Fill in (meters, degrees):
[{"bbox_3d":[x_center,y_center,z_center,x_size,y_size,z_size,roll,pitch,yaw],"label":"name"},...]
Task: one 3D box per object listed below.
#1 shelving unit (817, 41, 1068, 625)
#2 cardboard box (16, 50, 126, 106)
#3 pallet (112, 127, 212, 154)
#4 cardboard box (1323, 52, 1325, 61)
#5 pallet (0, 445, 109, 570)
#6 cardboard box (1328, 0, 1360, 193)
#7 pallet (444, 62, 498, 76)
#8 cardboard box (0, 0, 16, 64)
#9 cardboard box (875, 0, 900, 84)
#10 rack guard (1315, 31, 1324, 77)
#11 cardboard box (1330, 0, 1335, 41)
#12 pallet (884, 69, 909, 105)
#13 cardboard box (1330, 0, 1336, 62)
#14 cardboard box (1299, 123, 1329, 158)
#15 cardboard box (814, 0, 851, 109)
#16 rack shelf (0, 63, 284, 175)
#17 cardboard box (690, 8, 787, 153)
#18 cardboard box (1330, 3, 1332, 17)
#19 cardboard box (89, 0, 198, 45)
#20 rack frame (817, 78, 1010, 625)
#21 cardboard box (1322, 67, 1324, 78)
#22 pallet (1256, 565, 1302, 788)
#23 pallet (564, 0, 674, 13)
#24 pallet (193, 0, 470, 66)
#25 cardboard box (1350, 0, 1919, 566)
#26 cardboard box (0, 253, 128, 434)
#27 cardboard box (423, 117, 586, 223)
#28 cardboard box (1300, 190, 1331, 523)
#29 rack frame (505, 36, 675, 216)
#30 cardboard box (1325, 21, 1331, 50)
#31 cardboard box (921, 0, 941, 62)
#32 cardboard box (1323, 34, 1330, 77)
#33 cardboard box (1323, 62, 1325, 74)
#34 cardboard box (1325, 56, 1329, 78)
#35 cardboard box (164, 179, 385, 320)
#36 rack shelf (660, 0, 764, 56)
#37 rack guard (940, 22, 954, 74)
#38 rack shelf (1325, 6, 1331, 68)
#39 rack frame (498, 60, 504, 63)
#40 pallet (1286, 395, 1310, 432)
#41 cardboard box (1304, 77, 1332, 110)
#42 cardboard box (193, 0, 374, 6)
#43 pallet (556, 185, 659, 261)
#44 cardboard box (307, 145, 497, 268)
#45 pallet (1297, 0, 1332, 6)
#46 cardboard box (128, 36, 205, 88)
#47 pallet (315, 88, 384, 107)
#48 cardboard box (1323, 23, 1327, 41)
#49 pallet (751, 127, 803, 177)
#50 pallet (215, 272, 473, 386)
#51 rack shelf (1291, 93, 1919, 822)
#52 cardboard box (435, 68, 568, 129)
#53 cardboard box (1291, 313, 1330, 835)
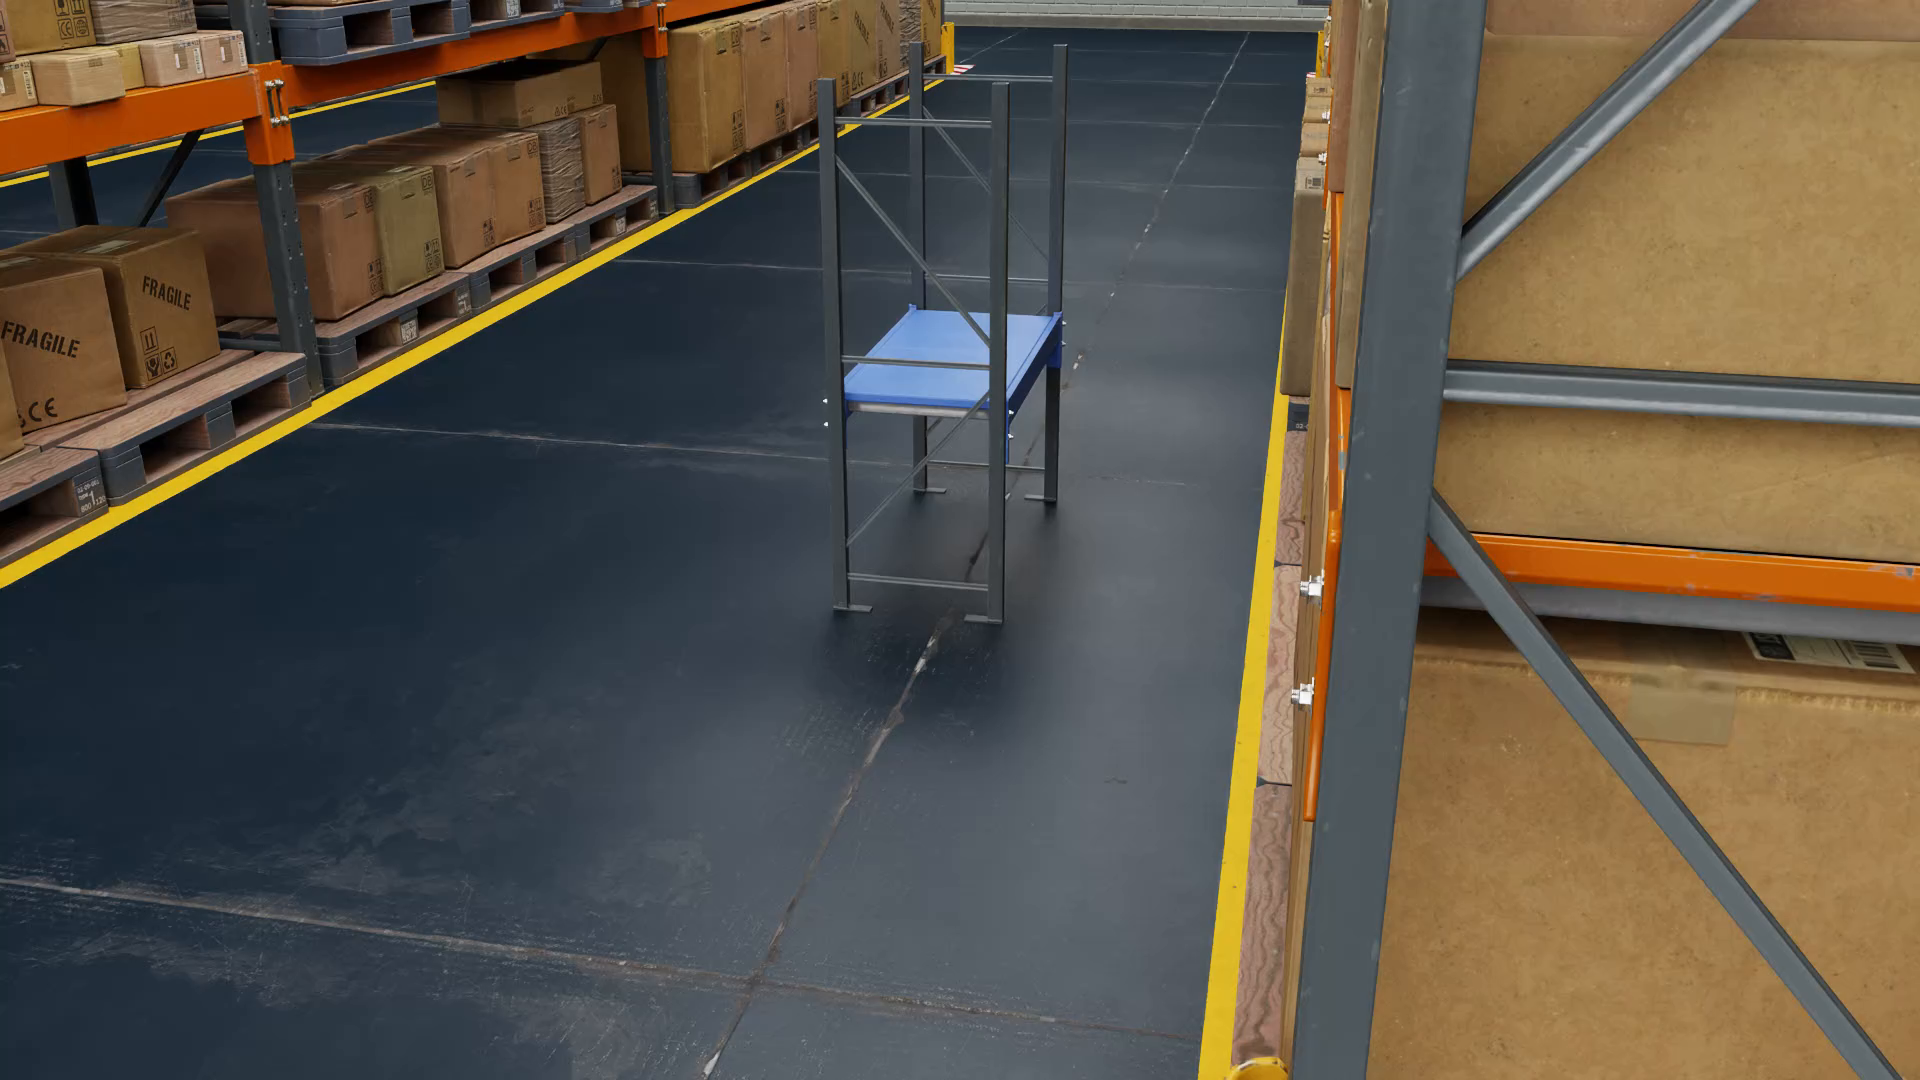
[{"bbox_3d":[-0.017,-0.664,4.996,0.538,1.500,1.048,4,22,11],"label":"shelving unit"},{"bbox_3d":[-2.981,-1.512,5.428,0.380,0.149,0.250,4,22,11],"label":"cardboard box"},{"bbox_3d":[-6.774,-3.290,13.240,1.003,0.211,1.213,4,22,11],"label":"pallet"},{"bbox_3d":[3.580,-4.541,15.469,0.380,0.149,0.250,5,23,13],"label":"cardboard box"},{"bbox_3d":[-3.462,-0.017,5.114,1.003,0.211,1.213,4,22,11],"label":"pallet"},{"bbox_3d":[1.343,-1.134,3.953,0.875,0.550,0.550,4,22,11],"label":"cardboard box"},{"bbox_3d":[-5.719,-5.181,17.935,1.003,0.211,1.213,4,22,11],"label":"pallet"},{"bbox_3d":[-3.405,-1.660,4.929,0.875,0.500,0.500,4,22,11],"label":"cardboard box"},{"bbox_3d":[-1.084,-4.706,15.306,0.875,0.875,0.875,4,22,11],"label":"cardboard box"},{"bbox_3d":[4.155,-4.793,16.585,1.175,0.500,0.348,4,22,11],"label":"rack guard"},{"bbox_3d":[1.875,-2.405,7.175,0.500,0.500,0.500,4,22,10],"label":"cardboard box"},{"bbox_3d":[-1.002,-4.359,15.893,1.003,0.211,1.213,4,22,11],"label":"pallet"},{"bbox_3d":[1.670,-2.034,6.255,0.500,0.500,0.500,4,22,10],"label":"cardboard box"},{"bbox_3d":[1.962,-1.329,7.088,1.050,0.750,0.750,4,22,11],"label":"cardboard box"},{"bbox_3d":[-1.591,-3.906,13.319,1.225,0.875,0.875,5,22,11],"label":"cardboard box"},{"bbox_3d":[-3.521,-0.942,4.639,1.077,0.370,4.000,4,22,11],"label":"rack shelf"},{"bbox_3d":[-1.946,-3.255,11.703,1.225,0.875,0.875,5,22,11],"label":"cardboard box"},{"bbox_3d":[2.183,-2.957,8.547,0.500,0.500,0.500,5,22,12],"label":"cardboard box"},{"bbox_3d":[-3.265,-2.031,5.850,0.875,0.500,0.500,4,22,11],"label":"cardboard box"},{"bbox_3d":[-0.121,-0.479,4.534,0.500,1.500,0.032,4,22,11],"label":"rack frame"},{"bbox_3d":[3.151,-3.767,13.548,0.380,0.149,0.250,3,22,8],"label":"cardboard box"},{"bbox_3d":[1.244,0.422,4.024,1.003,0.211,1.213,4,22,11],"label":"pallet"},{"bbox_3d":[-2.338,-3.112,9.322,1.213,0.211,1.003,4,22,11],"label":"pallet"},{"bbox_3d":[-2.814,-2.186,7.023,1.003,0.211,1.213,4,22,11],"label":"pallet"},{"bbox_3d":[0.938,-0.337,1.976,0.875,0.550,0.550,4,22,11],"label":"cardboard box"},{"bbox_3d":[-3.343,-0.689,5.832,0.500,0.500,0.500,12,25,28],"label":"cardboard box"},{"bbox_3d":[-2.514,-2.064,9.220,0.700,0.500,0.500,3,22,6],"label":"cardboard box"},{"bbox_3d":[1.526,-0.576,5.051,0.875,0.875,0.875,5,22,12],"label":"cardboard box"},{"bbox_3d":[-2.296,-3.470,9.953,1.000,3.000,0.127,4,22,11],"label":"rack frame"},{"bbox_3d":[2.945,-3.650,12.182,0.500,0.250,0.500,3,22,9],"label":"cardboard box"},{"bbox_3d":[-0.716,-5.364,16.940,0.875,0.875,0.875,4,22,11],"label":"cardboard box"},{"bbox_3d":[2.731,-3.269,11.236,0.500,0.250,0.500,5,23,13],"label":"cardboard box"},{"bbox_3d":[2.944,-3.303,12.323,0.500,0.500,0.500,5,23,13],"label":"cardboard box"},{"bbox_3d":[2.422,-2.708,9.842,0.500,0.250,0.500,4,22,10],"label":"cardboard box"},{"bbox_3d":[-2.966,-1.274,7.259,0.700,0.500,0.500,3,22,7],"label":"cardboard box"},{"bbox_3d":[-1.888,-3.867,11.904,1.077,0.370,4.000,4,22,11],"label":"rack shelf"},{"bbox_3d":[-0.659,-5.245,17.707,1.175,0.500,0.348,4,22,11],"label":"rack guard"},{"bbox_3d":[2.947,-3.452,10.873,1.077,0.370,4.000,4,22,11],"label":"rack shelf"},{"bbox_3d":[-5.513,-6.773,18.155,1.000,3.000,0.127,4,22,11],"label":"rack frame"},{"bbox_3d":[1.806,-0.586,6.526,1.003,0.211,1.213,4,22,11],"label":"pallet"},{"bbox_3d":[2.326,-1.990,8.729,1.050,0.750,0.750,4,22,10],"label":"cardboard box"},{"bbox_3d":[-2.813,-2.760,6.825,1.000,1.000,1.000,5,22,11],"label":"cardboard box"},{"bbox_3d":[-2.457,-1.890,9.765,1.003,0.211,1.213,4,22,11],"label":"pallet"},{"bbox_3d":[-2.737,-1.652,8.197,0.700,0.500,0.500,3,22,6],"label":"cardboard box"},{"bbox_3d":[2.580,-3.234,9.626,1.213,0.211,1.003,4,22,11],"label":"pallet"},{"bbox_3d":[-2.929,-1.698,5.892,0.380,0.149,0.250,4,22,11],"label":"cardboard box"},{"bbox_3d":[-6.217,-4.288,15.719,1.003,0.211,1.213,4,22,11],"label":"pallet"},{"bbox_3d":[3.616,-4.771,15.641,0.380,0.149,0.250,4,22,11],"label":"cardboard box"},{"bbox_3d":[-1.811,-2.904,12.280,1.003,0.211,1.213,4,22,11],"label":"pallet"},{"bbox_3d":[-2.955,-0.998,7.549,1.003,0.211,1.213,4,22,11],"label":"pallet"},{"bbox_3d":[1.314,-0.526,3.609,1.077,0.370,4.000,4,22,11],"label":"rack shelf"},{"bbox_3d":[-2.502,-2.420,9.100,0.500,0.250,0.500,7,23,17],"label":"cardboard box"},{"bbox_3d":[1.157,0.087,3.404,0.875,0.875,0.875,4,22,10],"label":"cardboard box"}]
